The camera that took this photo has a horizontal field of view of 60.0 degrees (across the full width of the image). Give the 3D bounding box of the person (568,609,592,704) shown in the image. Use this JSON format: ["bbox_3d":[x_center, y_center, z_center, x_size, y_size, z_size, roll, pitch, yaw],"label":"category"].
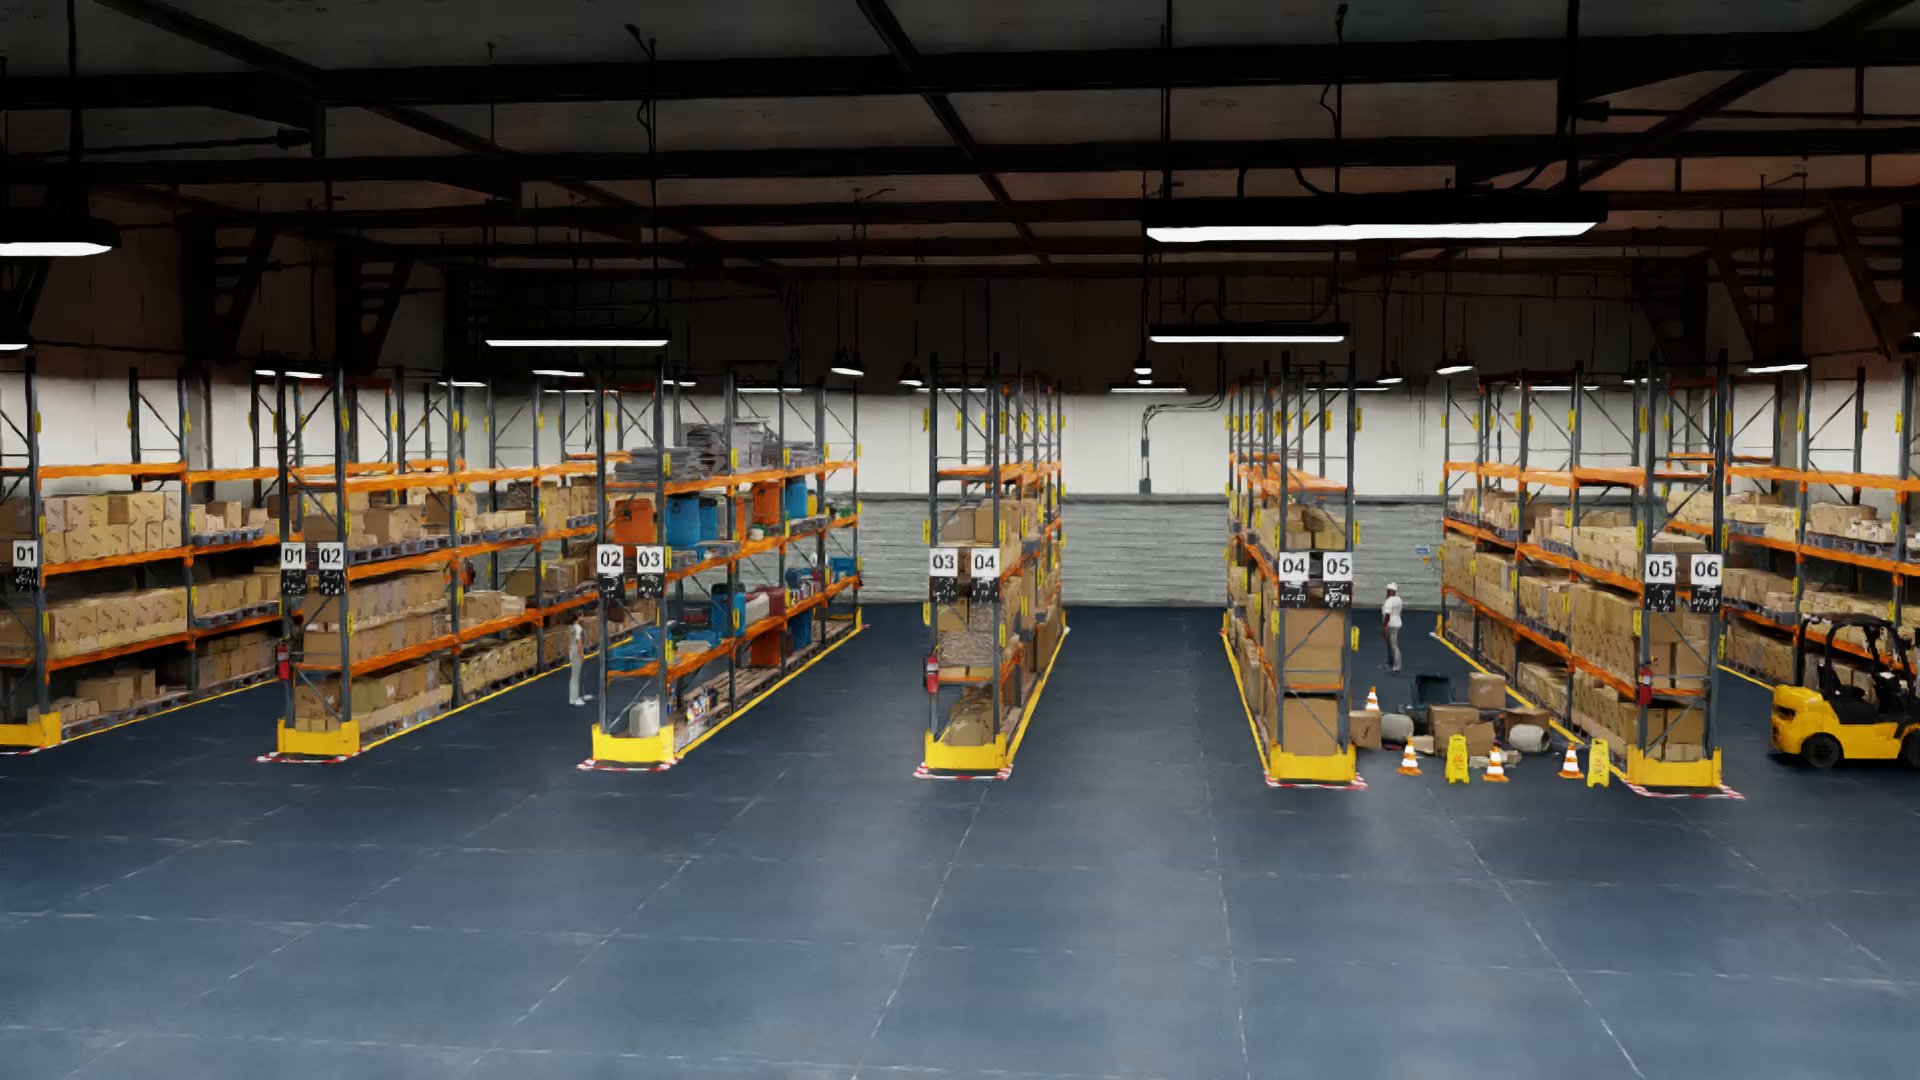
[{"bbox_3d":[-6.759,2.057,29.591,0.451,1.679,0.539,-2,4,-22],"label":"person"}]

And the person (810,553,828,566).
[{"bbox_3d":[-3.907,0.942,44.923,0.740,1.769,0.523,-3,5,-34],"label":"person"}]

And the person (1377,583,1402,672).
[{"bbox_3d":[8.661,1.740,33.480,0.581,1.763,0.671,3,5,33],"label":"person"}]

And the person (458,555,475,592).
[{"bbox_3d":[-12.811,1.109,42.811,0.502,1.765,0.622,3,5,35],"label":"person"}]
